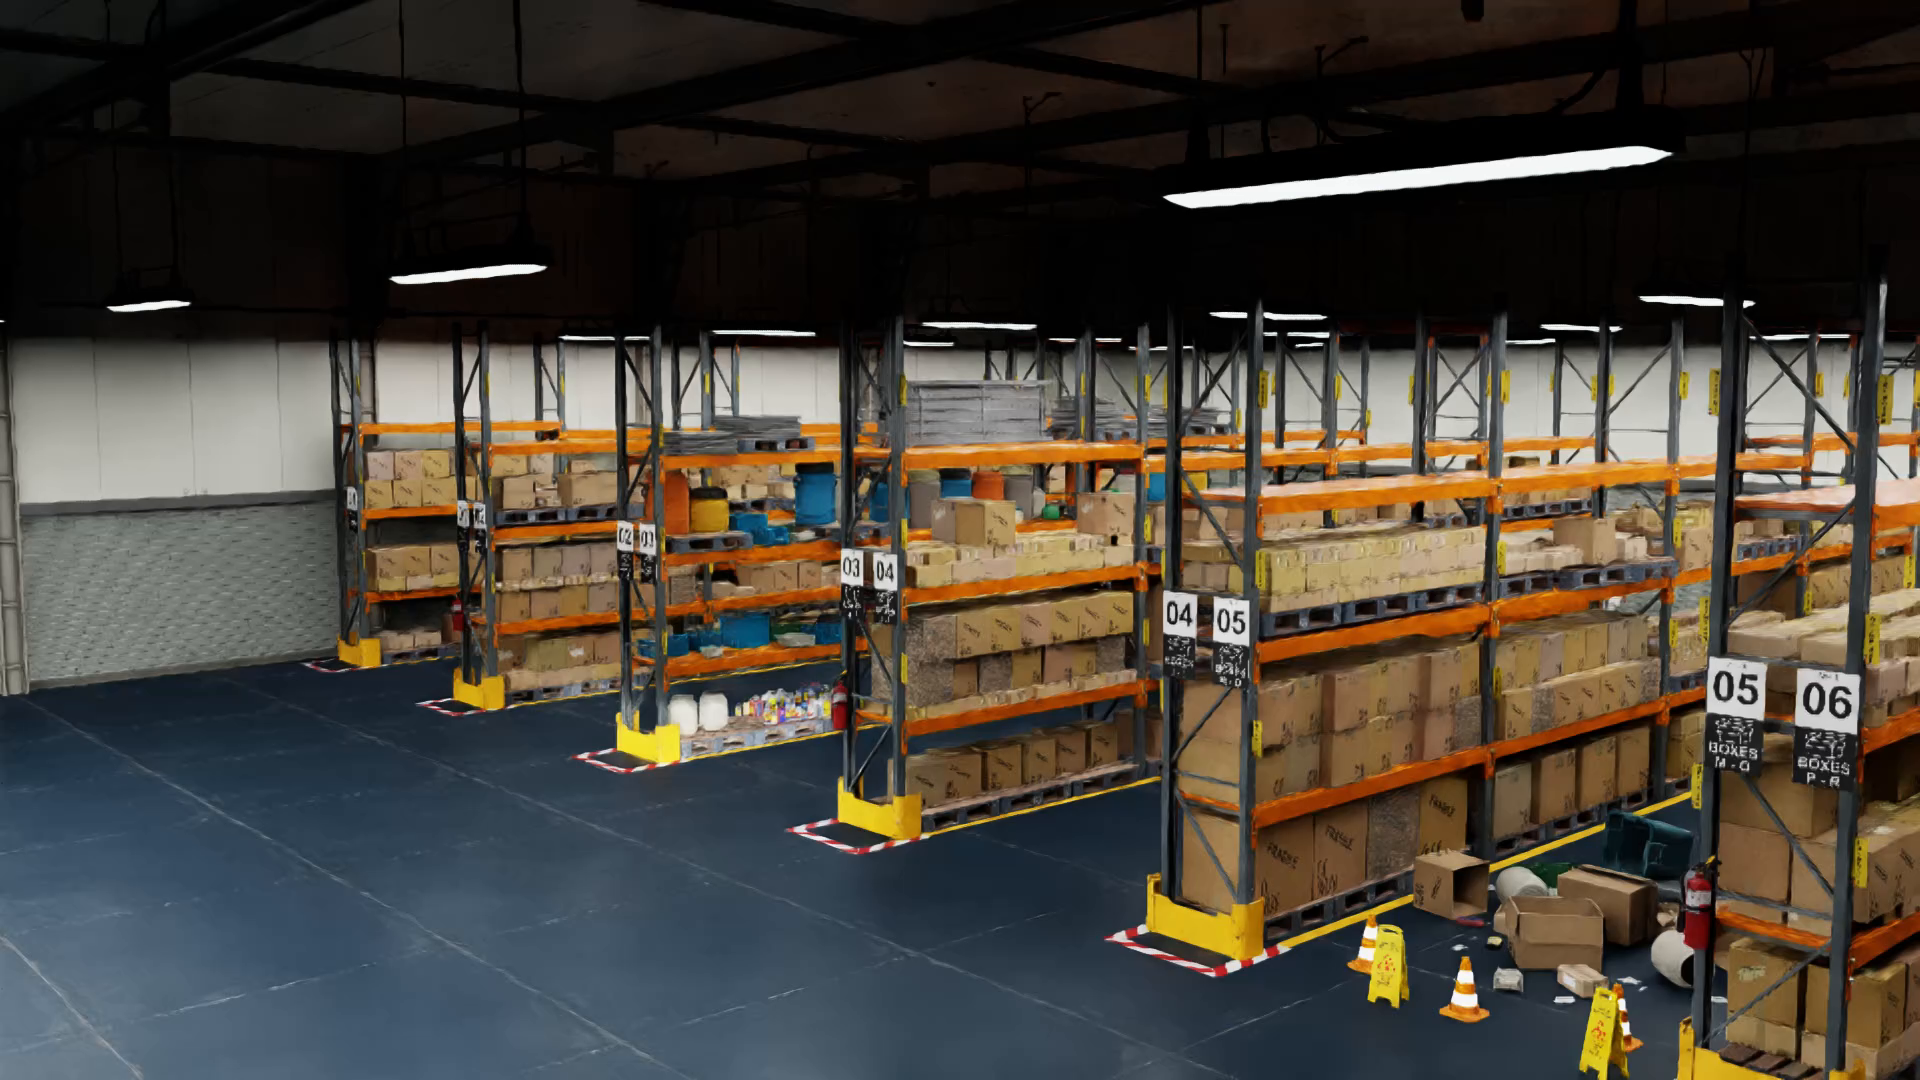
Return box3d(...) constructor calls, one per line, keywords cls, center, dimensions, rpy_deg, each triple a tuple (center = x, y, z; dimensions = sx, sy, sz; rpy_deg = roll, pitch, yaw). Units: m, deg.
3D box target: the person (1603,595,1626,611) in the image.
box3d(cls="person", center=(12.837, 1.047, 32.939), dimensions=(1.194, 1.698, 0.574), rpy_deg=(-5, 7, -39))
